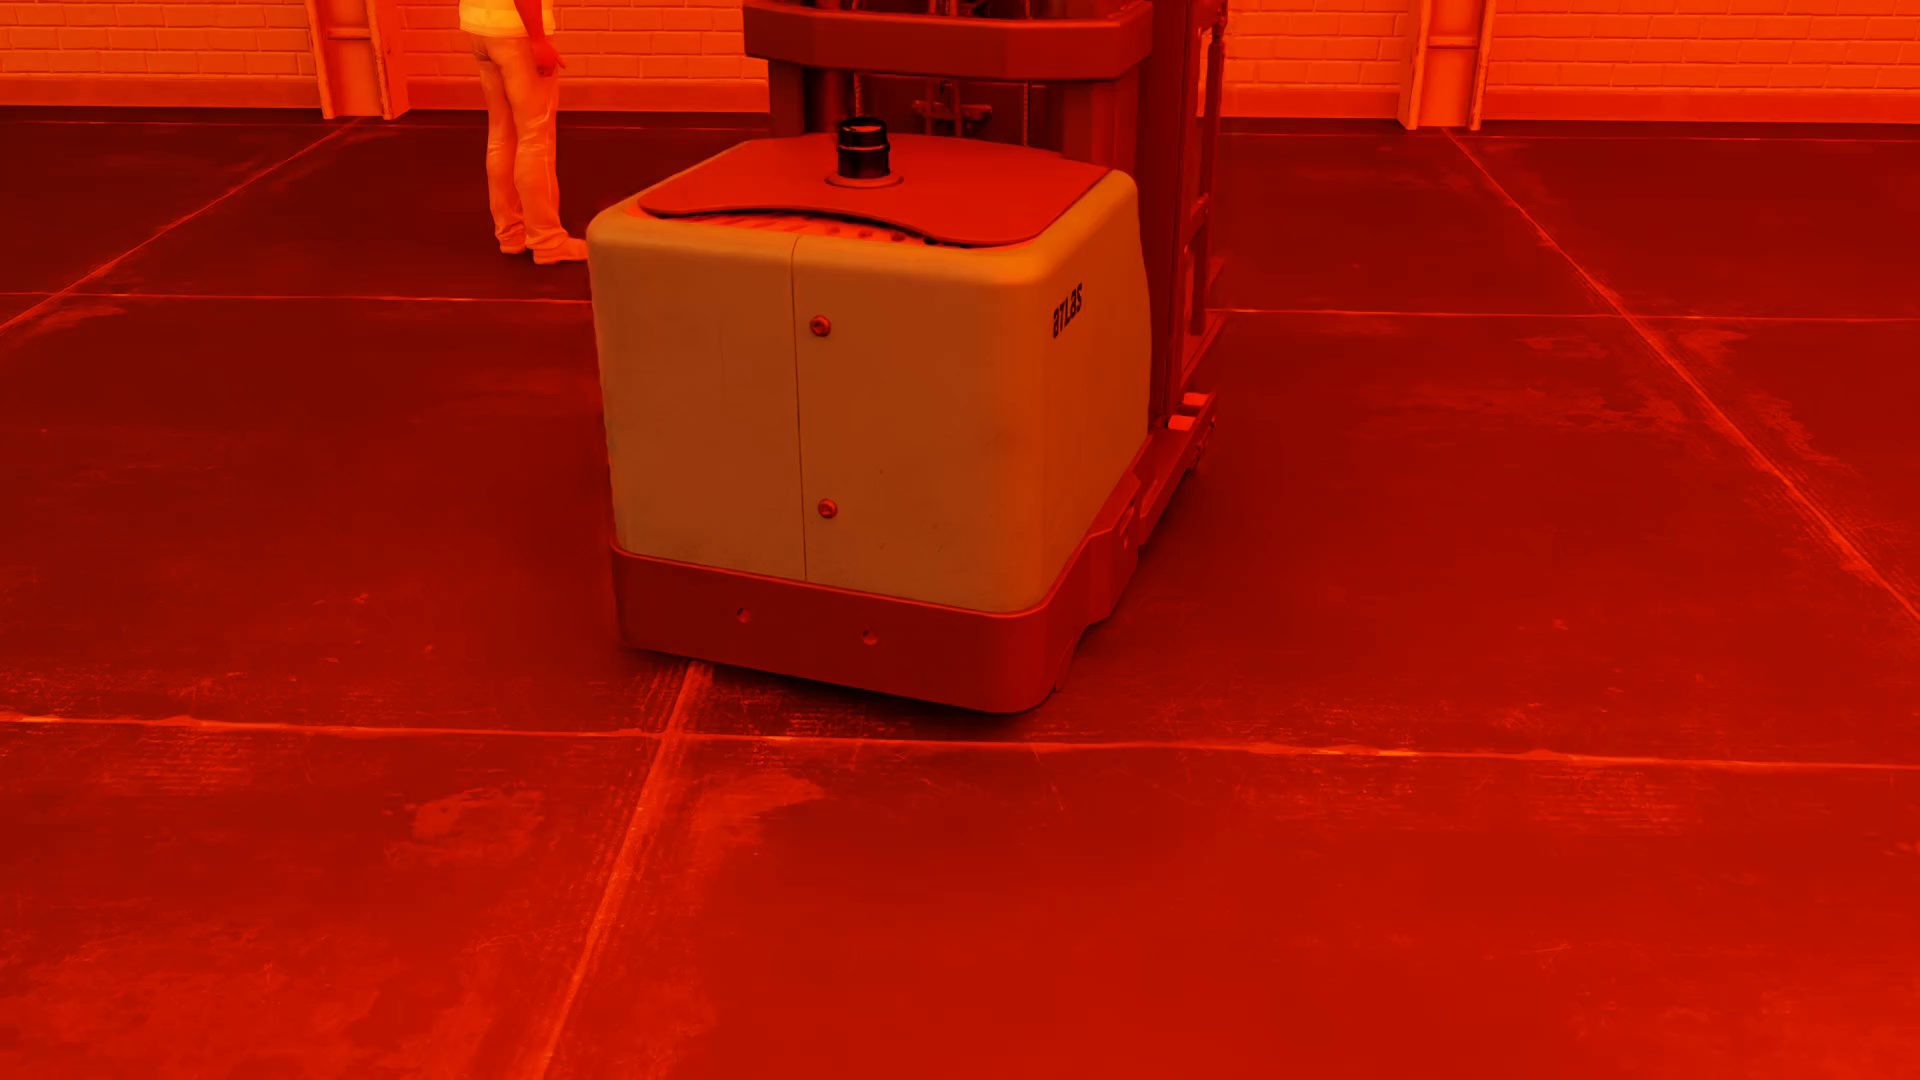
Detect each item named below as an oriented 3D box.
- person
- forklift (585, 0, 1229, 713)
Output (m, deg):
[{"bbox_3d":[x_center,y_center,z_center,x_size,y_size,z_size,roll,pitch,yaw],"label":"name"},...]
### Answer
[{"bbox_3d":[-1.762,-1.999,6.579,0.390,1.770,0.557,-22,34,-37],"label":"person"},{"bbox_3d":[0.156,-1.570,4.392,1.130,2.935,3.031,9,28,17],"label":"forklift"}]
